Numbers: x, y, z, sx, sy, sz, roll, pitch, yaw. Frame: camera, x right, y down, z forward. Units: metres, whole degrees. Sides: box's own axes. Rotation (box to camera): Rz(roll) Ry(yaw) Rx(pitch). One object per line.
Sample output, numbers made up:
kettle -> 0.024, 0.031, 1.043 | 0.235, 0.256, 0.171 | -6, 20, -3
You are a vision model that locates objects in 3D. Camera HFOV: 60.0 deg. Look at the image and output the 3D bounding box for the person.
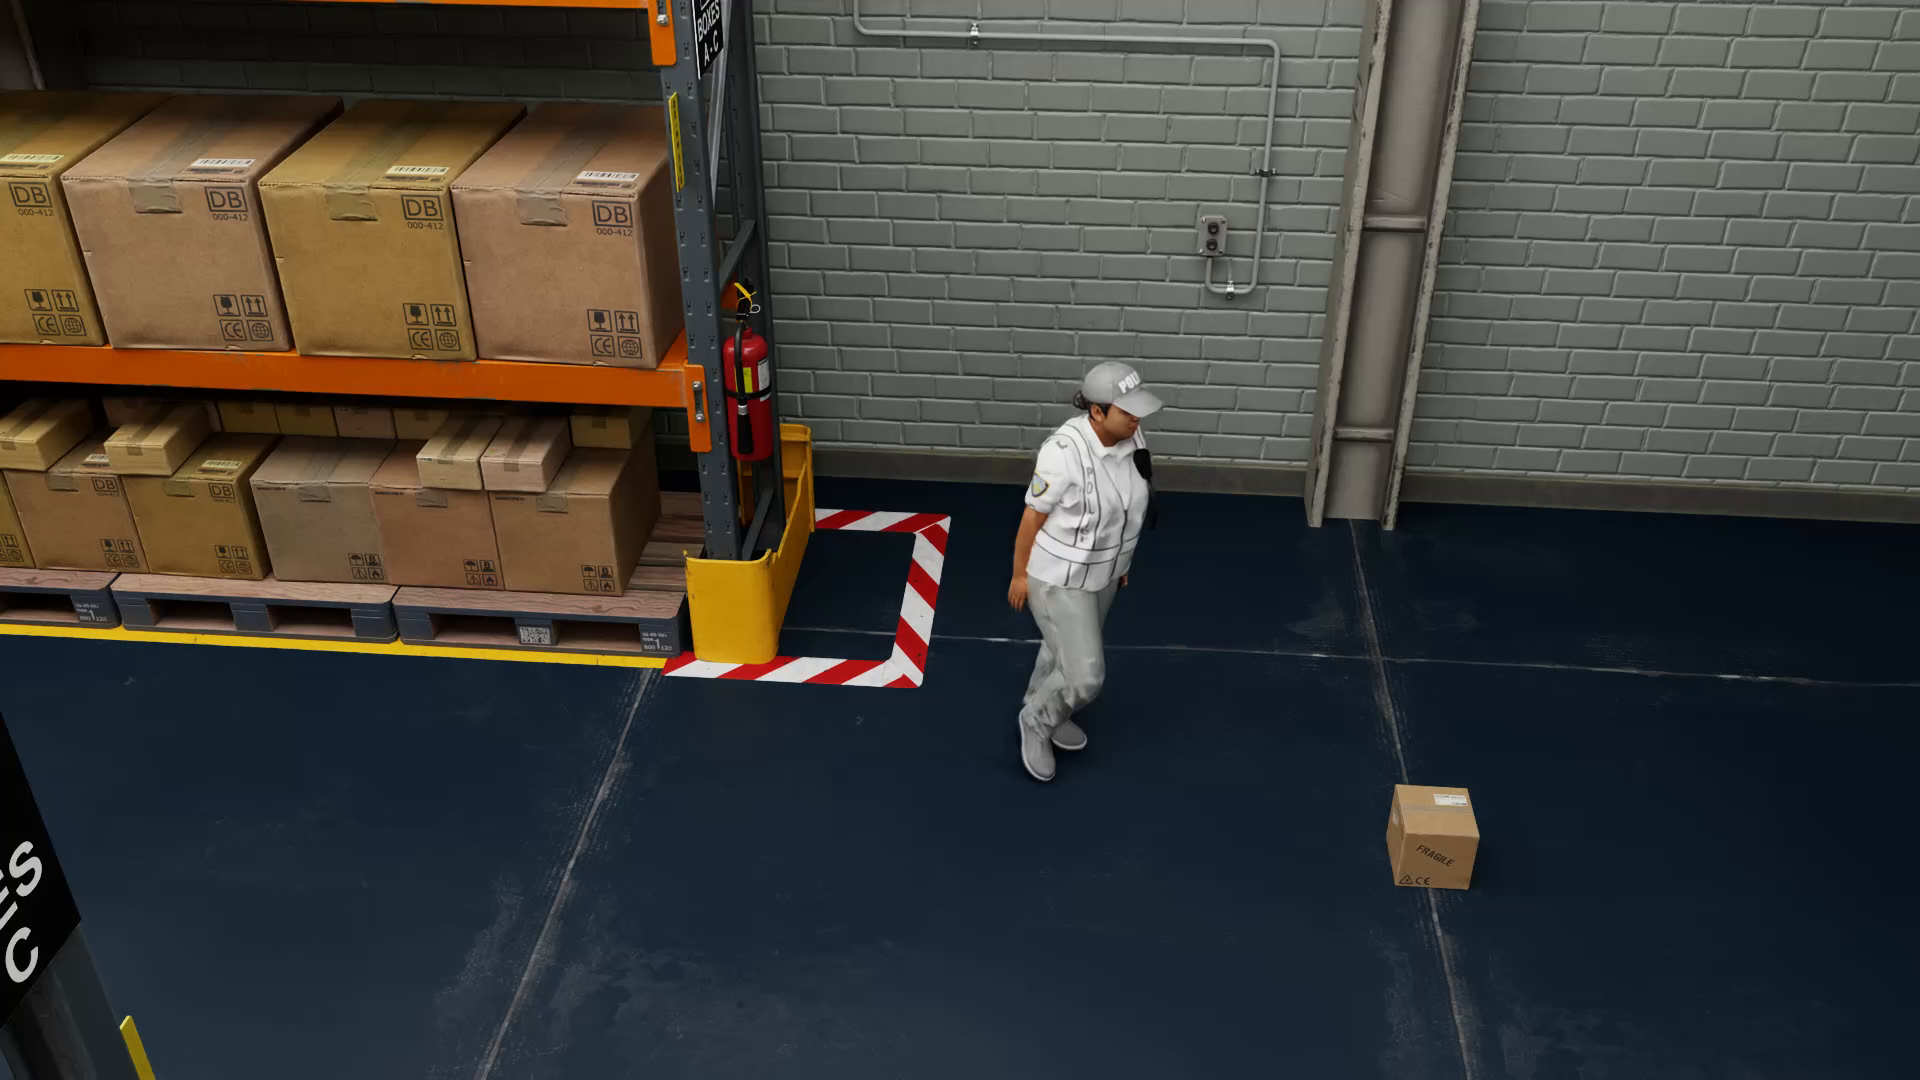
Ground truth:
person -> 0.432, 0.102, 5.947 | 0.510, 1.647, 0.522 | 27, 41, 36
